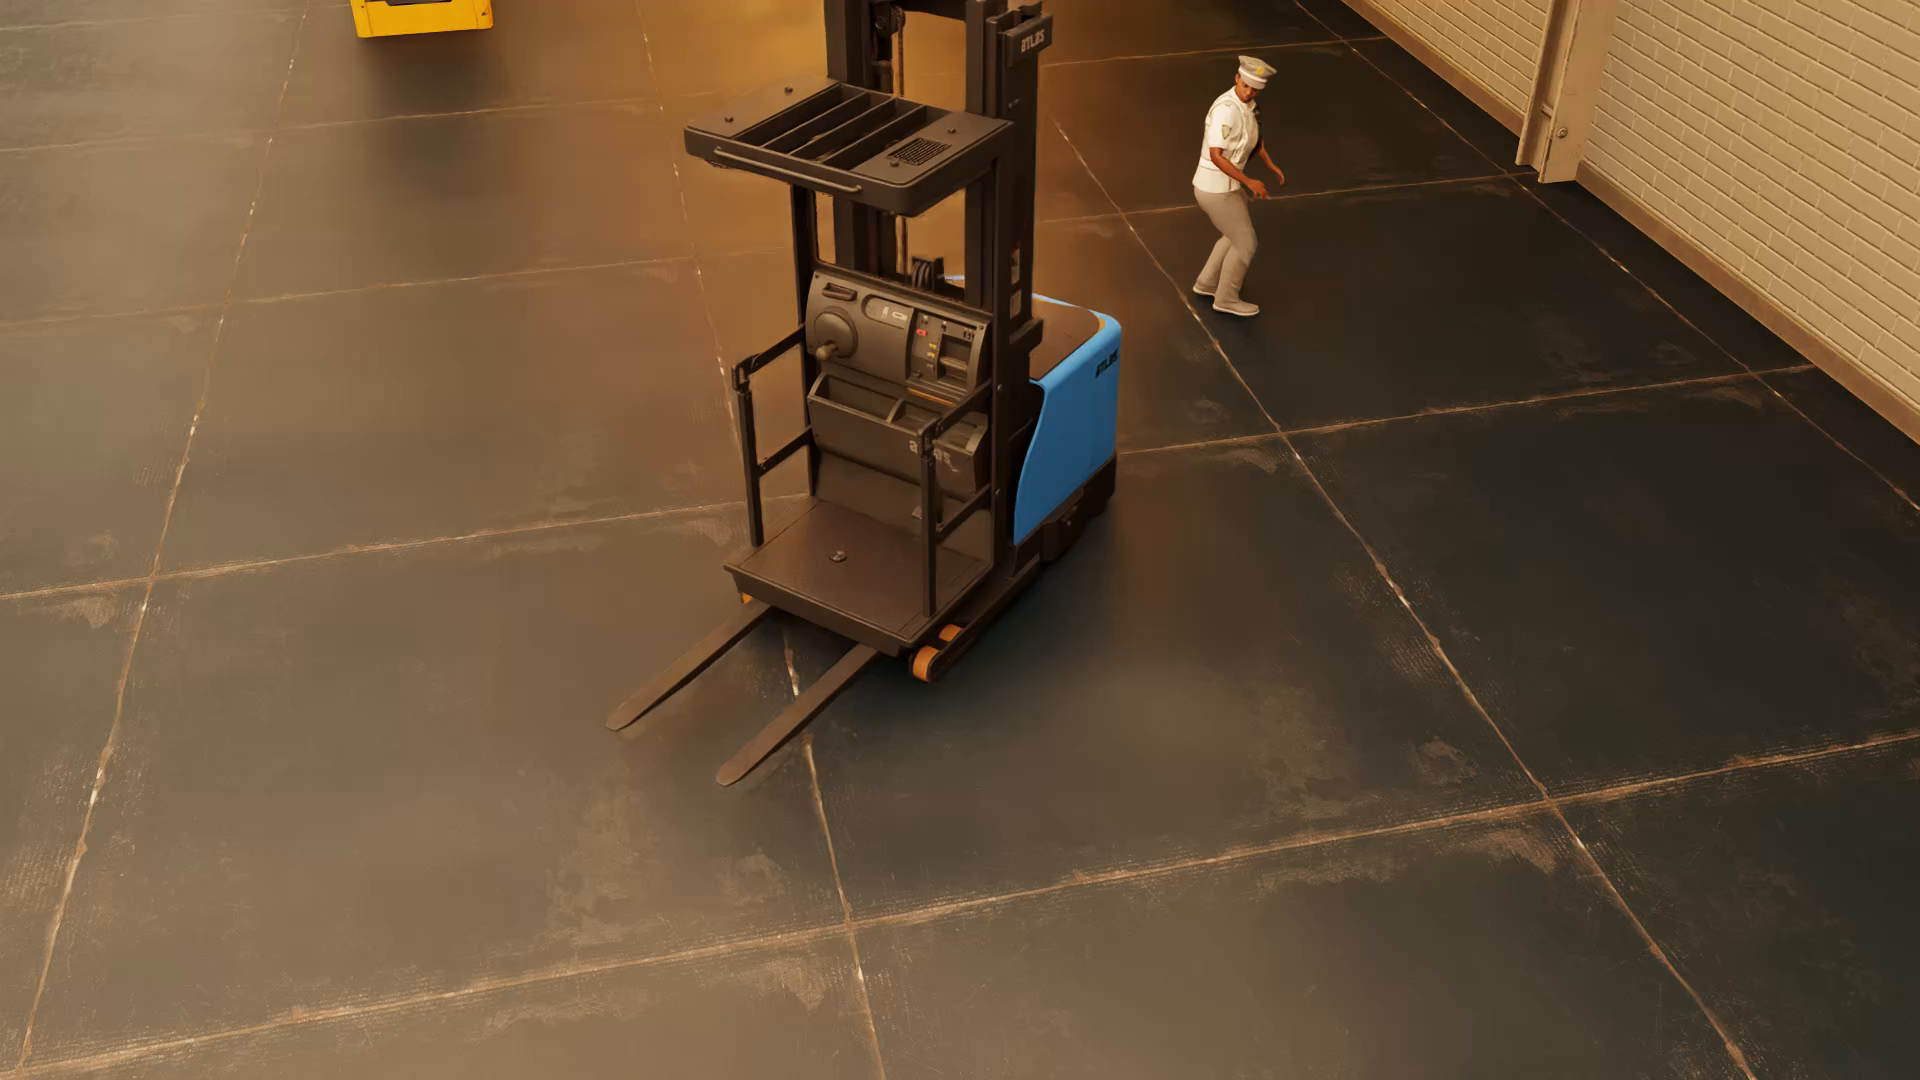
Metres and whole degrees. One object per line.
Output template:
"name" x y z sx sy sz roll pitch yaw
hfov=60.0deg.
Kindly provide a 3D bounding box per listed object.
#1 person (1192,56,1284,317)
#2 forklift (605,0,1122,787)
"person" 1.700 -2.173 10.221 0.519 1.625 0.685 11 37 15
"forklift" -0.405 -0.851 7.233 1.130 2.935 3.031 21 41 26
